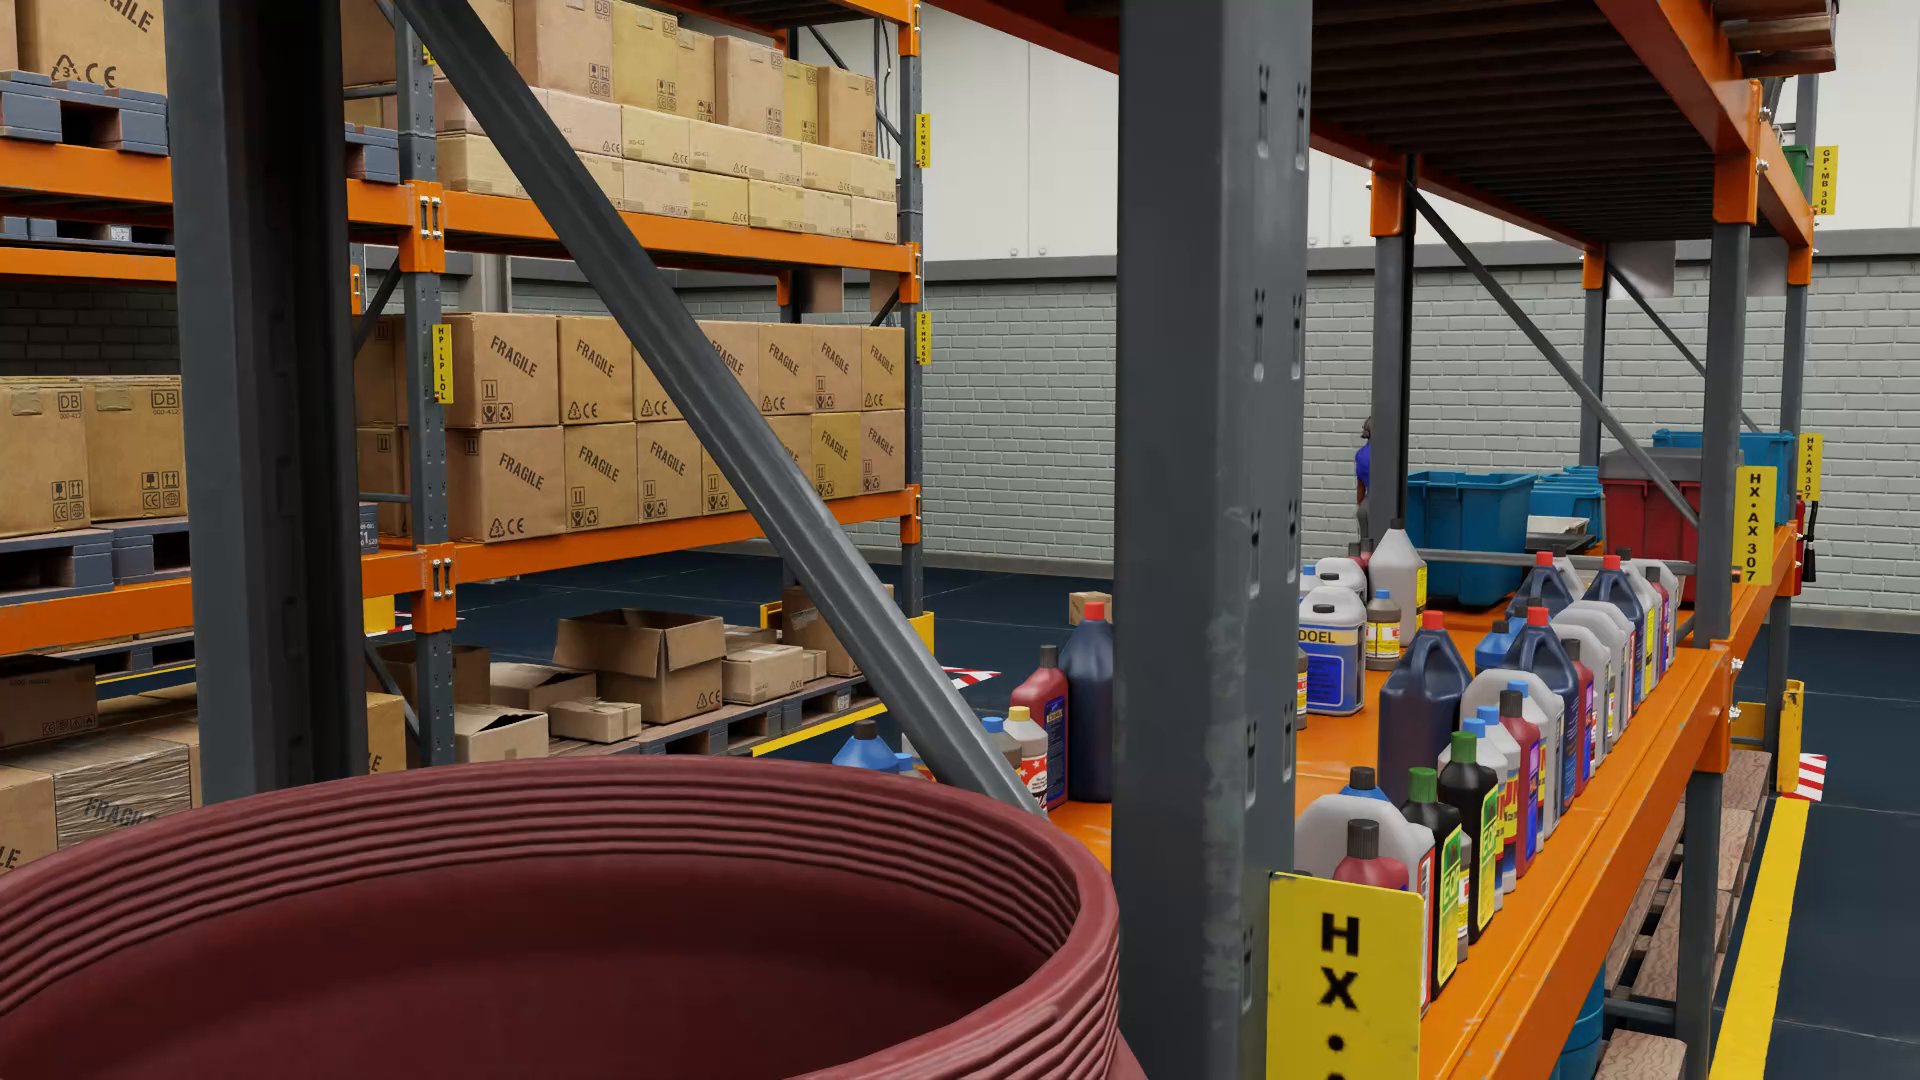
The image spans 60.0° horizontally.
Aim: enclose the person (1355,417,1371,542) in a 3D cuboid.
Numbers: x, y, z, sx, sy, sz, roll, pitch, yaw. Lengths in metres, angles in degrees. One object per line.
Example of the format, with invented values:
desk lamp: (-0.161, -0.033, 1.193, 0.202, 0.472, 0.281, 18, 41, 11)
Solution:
person: (3.458, -0.206, 13.744, 0.661, 1.643, 0.464, -2, 6, -19)
